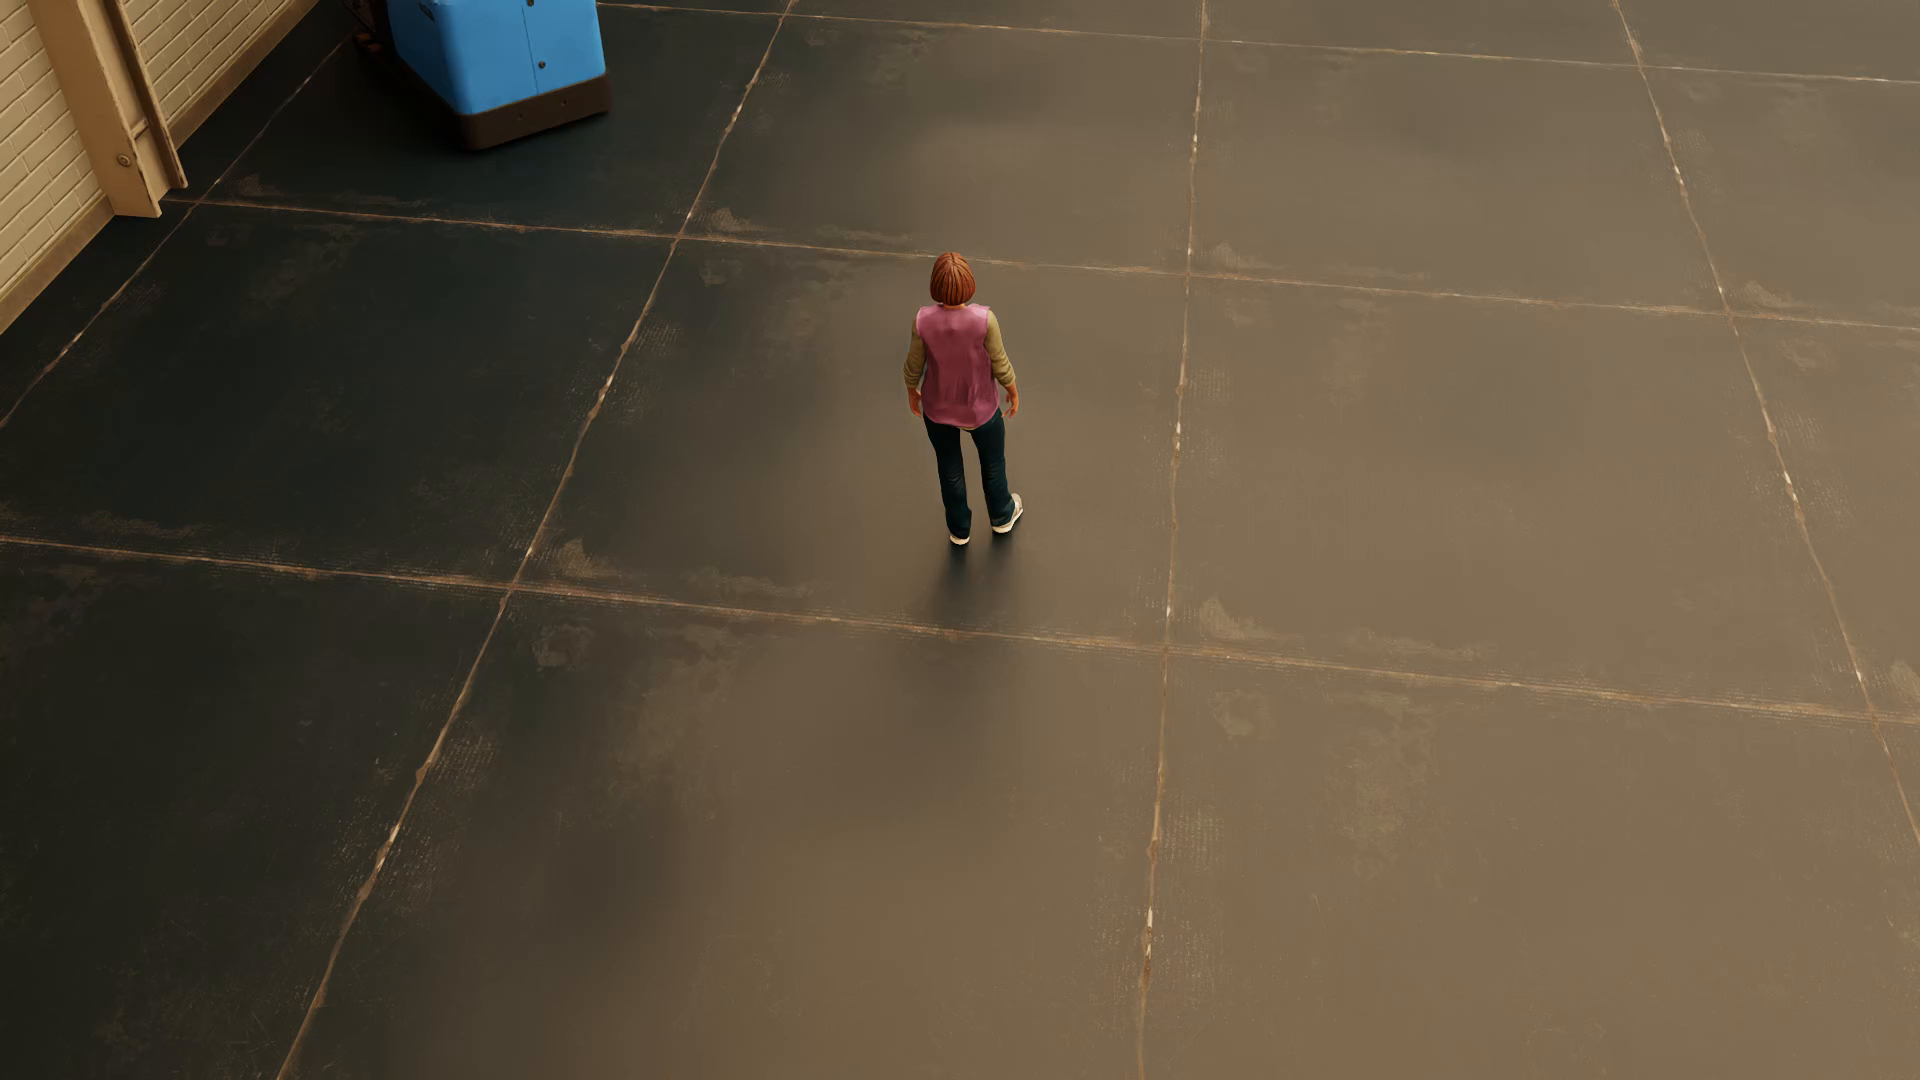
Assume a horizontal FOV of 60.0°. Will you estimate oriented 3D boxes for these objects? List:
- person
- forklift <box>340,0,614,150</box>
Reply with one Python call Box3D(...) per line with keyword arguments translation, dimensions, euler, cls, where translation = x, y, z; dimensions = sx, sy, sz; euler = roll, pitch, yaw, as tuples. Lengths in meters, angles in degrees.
Box3D(translation=(0.024, -0.642, 7.398), dimensions=(0.520, 1.597, 0.476), euler=(5, 43, 6), cls="person")
Box3D(translation=(-3.539, -4.483, 10.605), dimensions=(1.130, 2.935, 3.031), euler=(-26, 49, -26), cls="forklift")
